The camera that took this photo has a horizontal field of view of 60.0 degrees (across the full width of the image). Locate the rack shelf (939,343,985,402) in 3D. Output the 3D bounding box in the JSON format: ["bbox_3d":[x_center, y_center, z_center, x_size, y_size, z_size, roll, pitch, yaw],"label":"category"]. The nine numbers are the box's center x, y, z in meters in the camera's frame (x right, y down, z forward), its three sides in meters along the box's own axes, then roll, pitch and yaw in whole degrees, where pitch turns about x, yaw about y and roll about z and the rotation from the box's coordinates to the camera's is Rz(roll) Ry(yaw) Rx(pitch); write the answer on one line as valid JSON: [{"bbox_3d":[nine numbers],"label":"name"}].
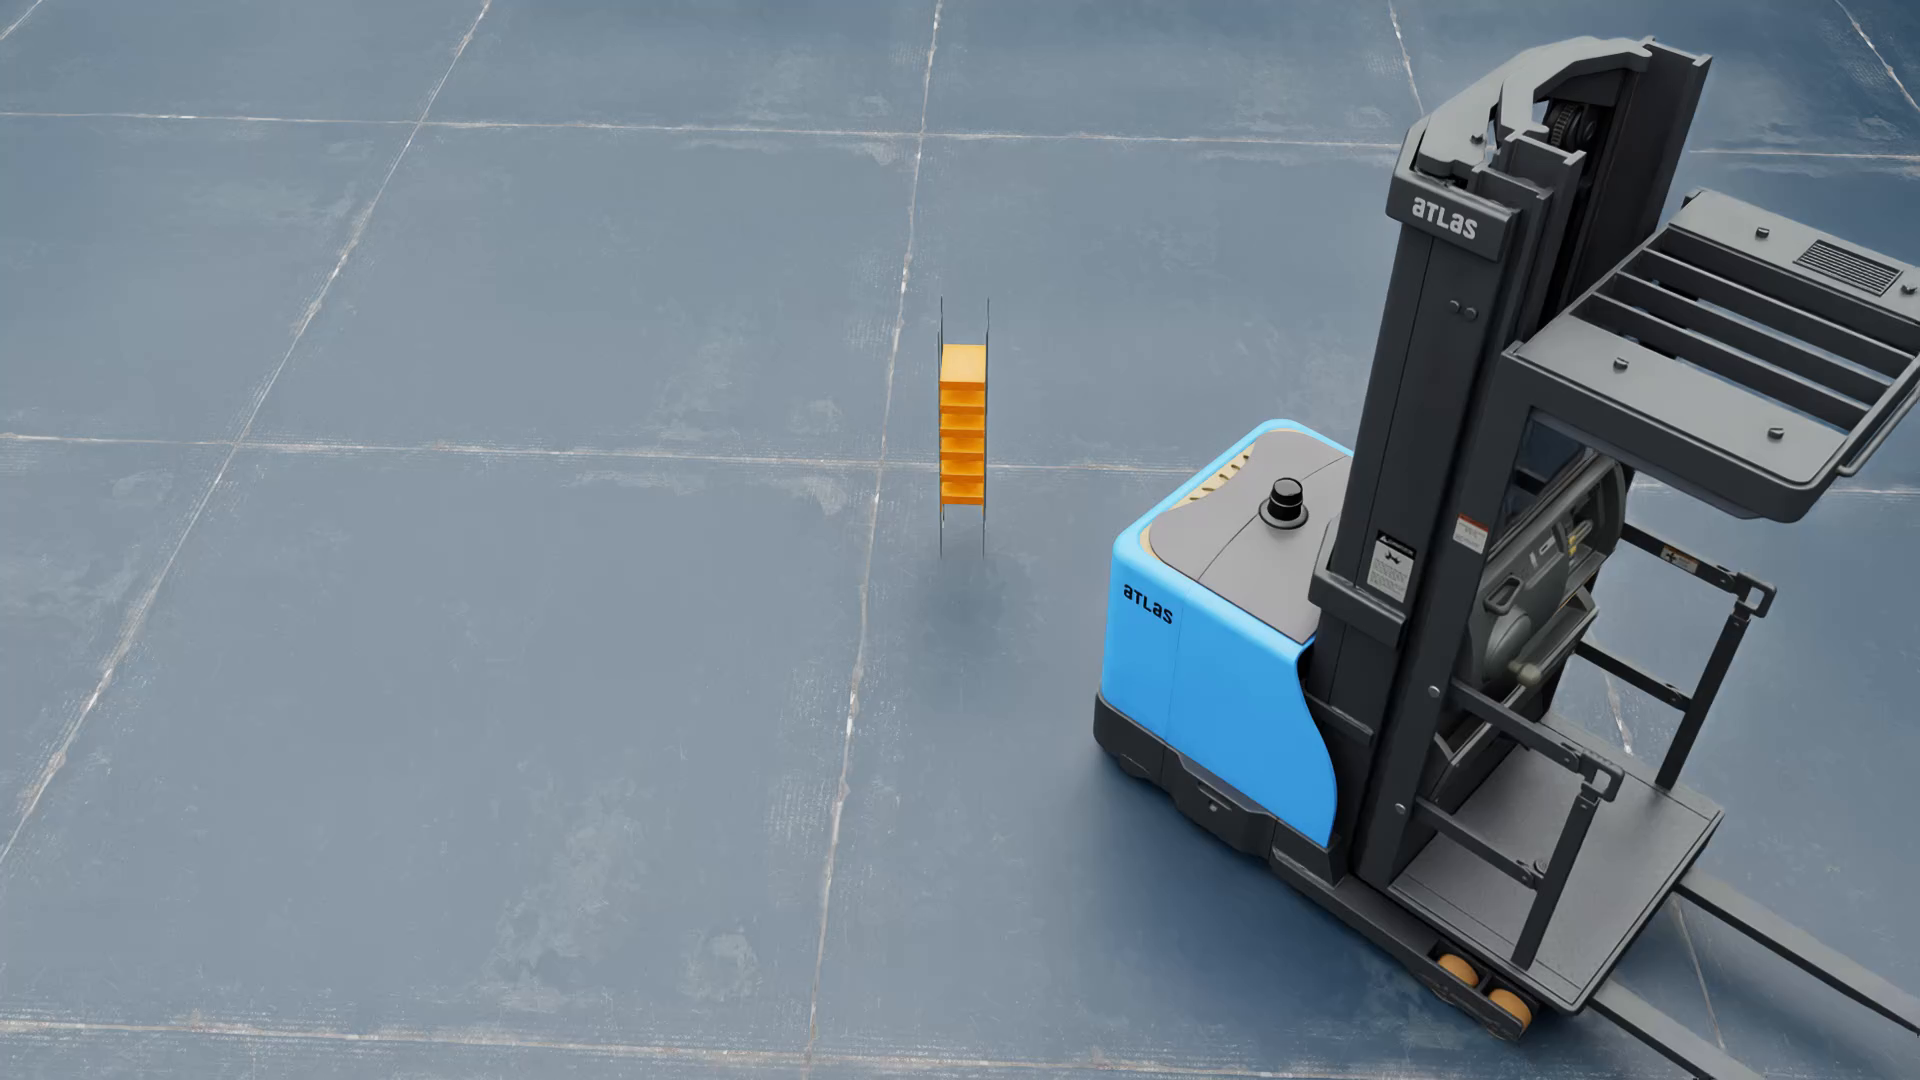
[{"bbox_3d":[0.014,-0.669,6.625,0.180,0.103,0.258,2,43,2],"label":"rack shelf"}]

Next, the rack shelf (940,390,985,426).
[{"bbox_3d":[0.014,-0.582,6.707,0.180,0.103,0.258,2,43,2],"label":"rack shelf"}]

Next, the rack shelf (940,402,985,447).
[{"bbox_3d":[0.014,-0.494,6.789,0.180,0.103,0.258,2,43,2],"label":"rack shelf"}]

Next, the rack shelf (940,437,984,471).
[{"bbox_3d":[0.014,-0.406,6.871,0.180,0.103,0.258,2,43,2],"label":"rack shelf"}]

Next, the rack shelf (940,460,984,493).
[{"bbox_3d":[0.014,-0.318,6.953,0.180,0.103,0.258,2,43,2],"label":"rack shelf"}]

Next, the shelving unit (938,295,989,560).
[{"bbox_3d":[0.014,-0.439,6.841,0.189,1.200,0.258,2,43,2],"label":"shelving unit"}]

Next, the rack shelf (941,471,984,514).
[{"bbox_3d":[0.014,-0.230,7.034,0.180,0.103,0.258,2,43,2],"label":"rack shelf"}]

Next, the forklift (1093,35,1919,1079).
[{"bbox_3d":[1.927,0.165,4.923,3.031,2.935,1.130,33,52,30],"label":"forklift"}]

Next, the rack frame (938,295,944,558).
[{"bbox_3d":[-0.077,-0.441,6.844,0.006,1.200,0.240,2,43,2],"label":"rack frame"}]

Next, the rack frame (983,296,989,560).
[{"bbox_3d":[0.106,-0.436,6.838,0.006,1.200,0.240,2,43,2],"label":"rack frame"}]
